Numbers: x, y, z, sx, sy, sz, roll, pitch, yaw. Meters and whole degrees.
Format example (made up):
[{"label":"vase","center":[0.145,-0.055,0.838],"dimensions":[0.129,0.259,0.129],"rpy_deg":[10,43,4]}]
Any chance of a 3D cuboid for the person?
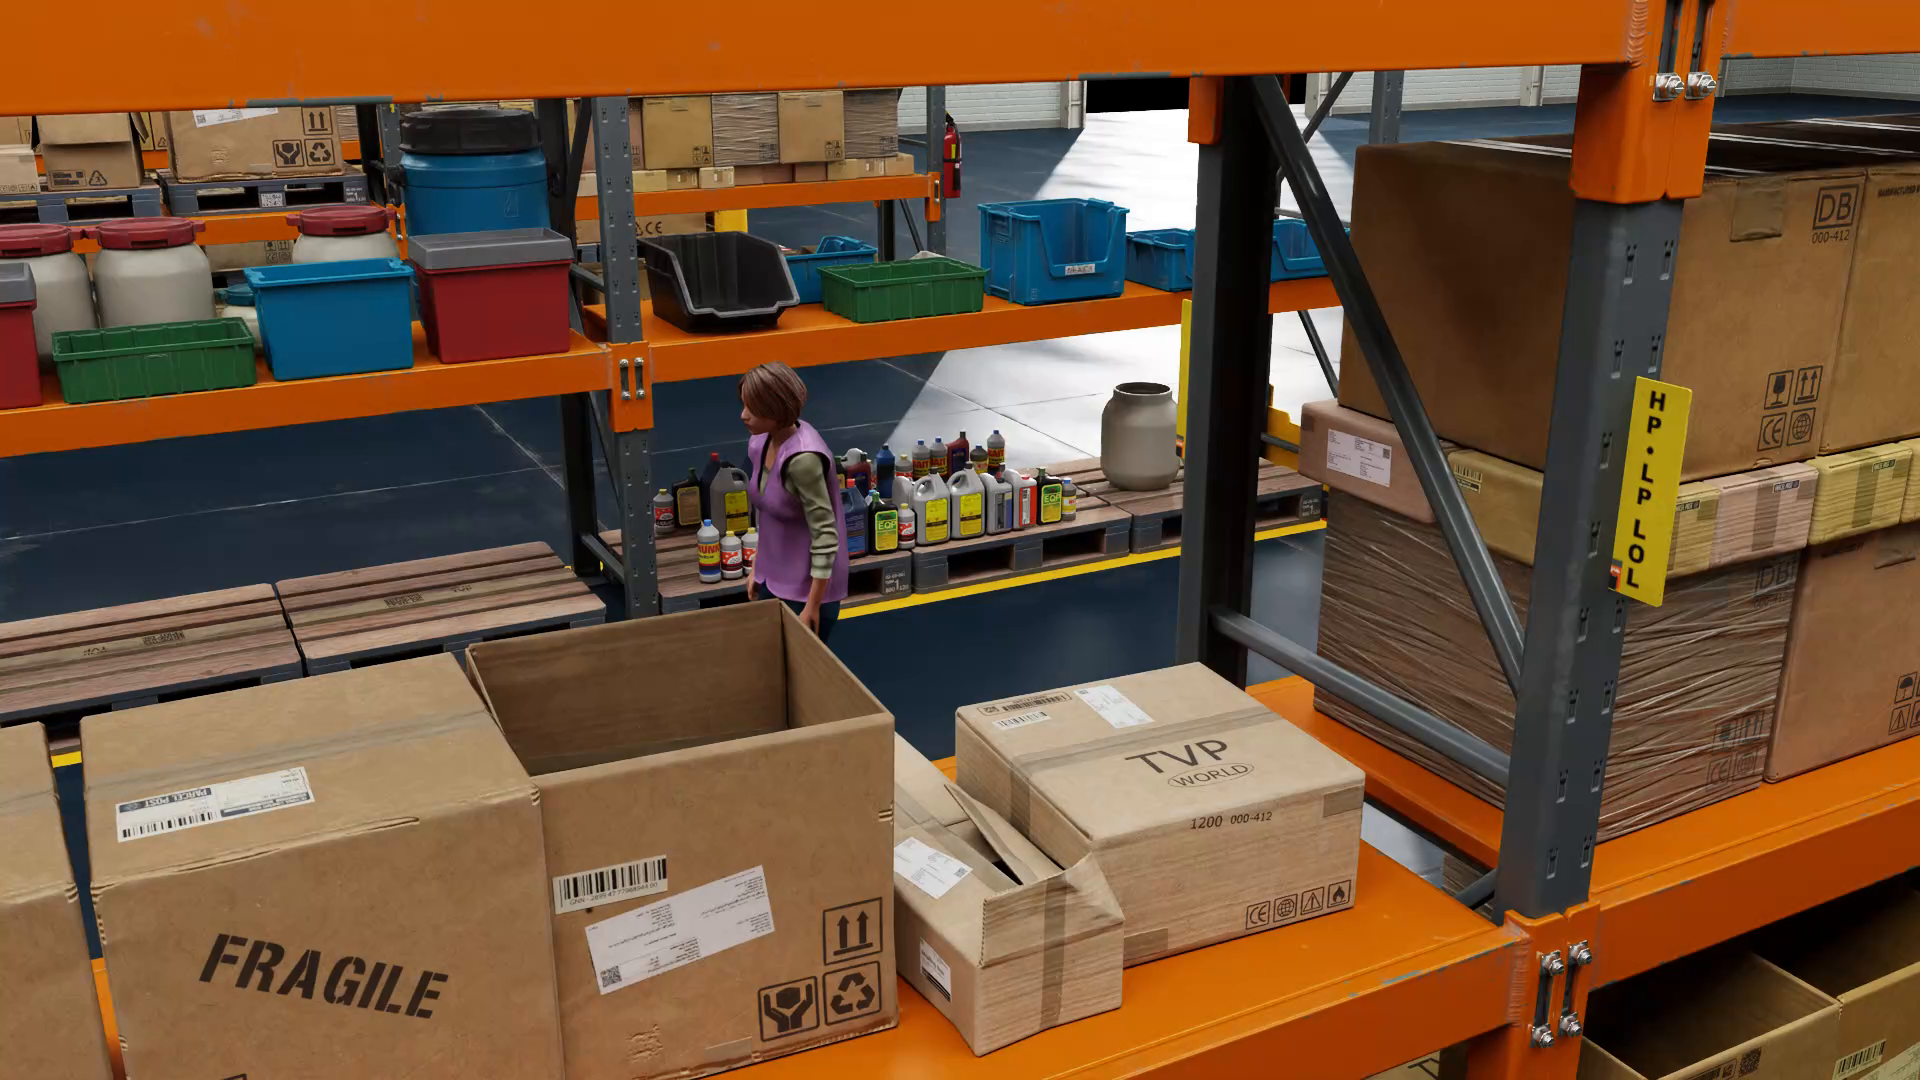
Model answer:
[{"label":"person","center":[-0.559,0.175,5.561],"dimensions":[0.340,1.594,0.484],"rpy_deg":[-11,22,-29]}]
